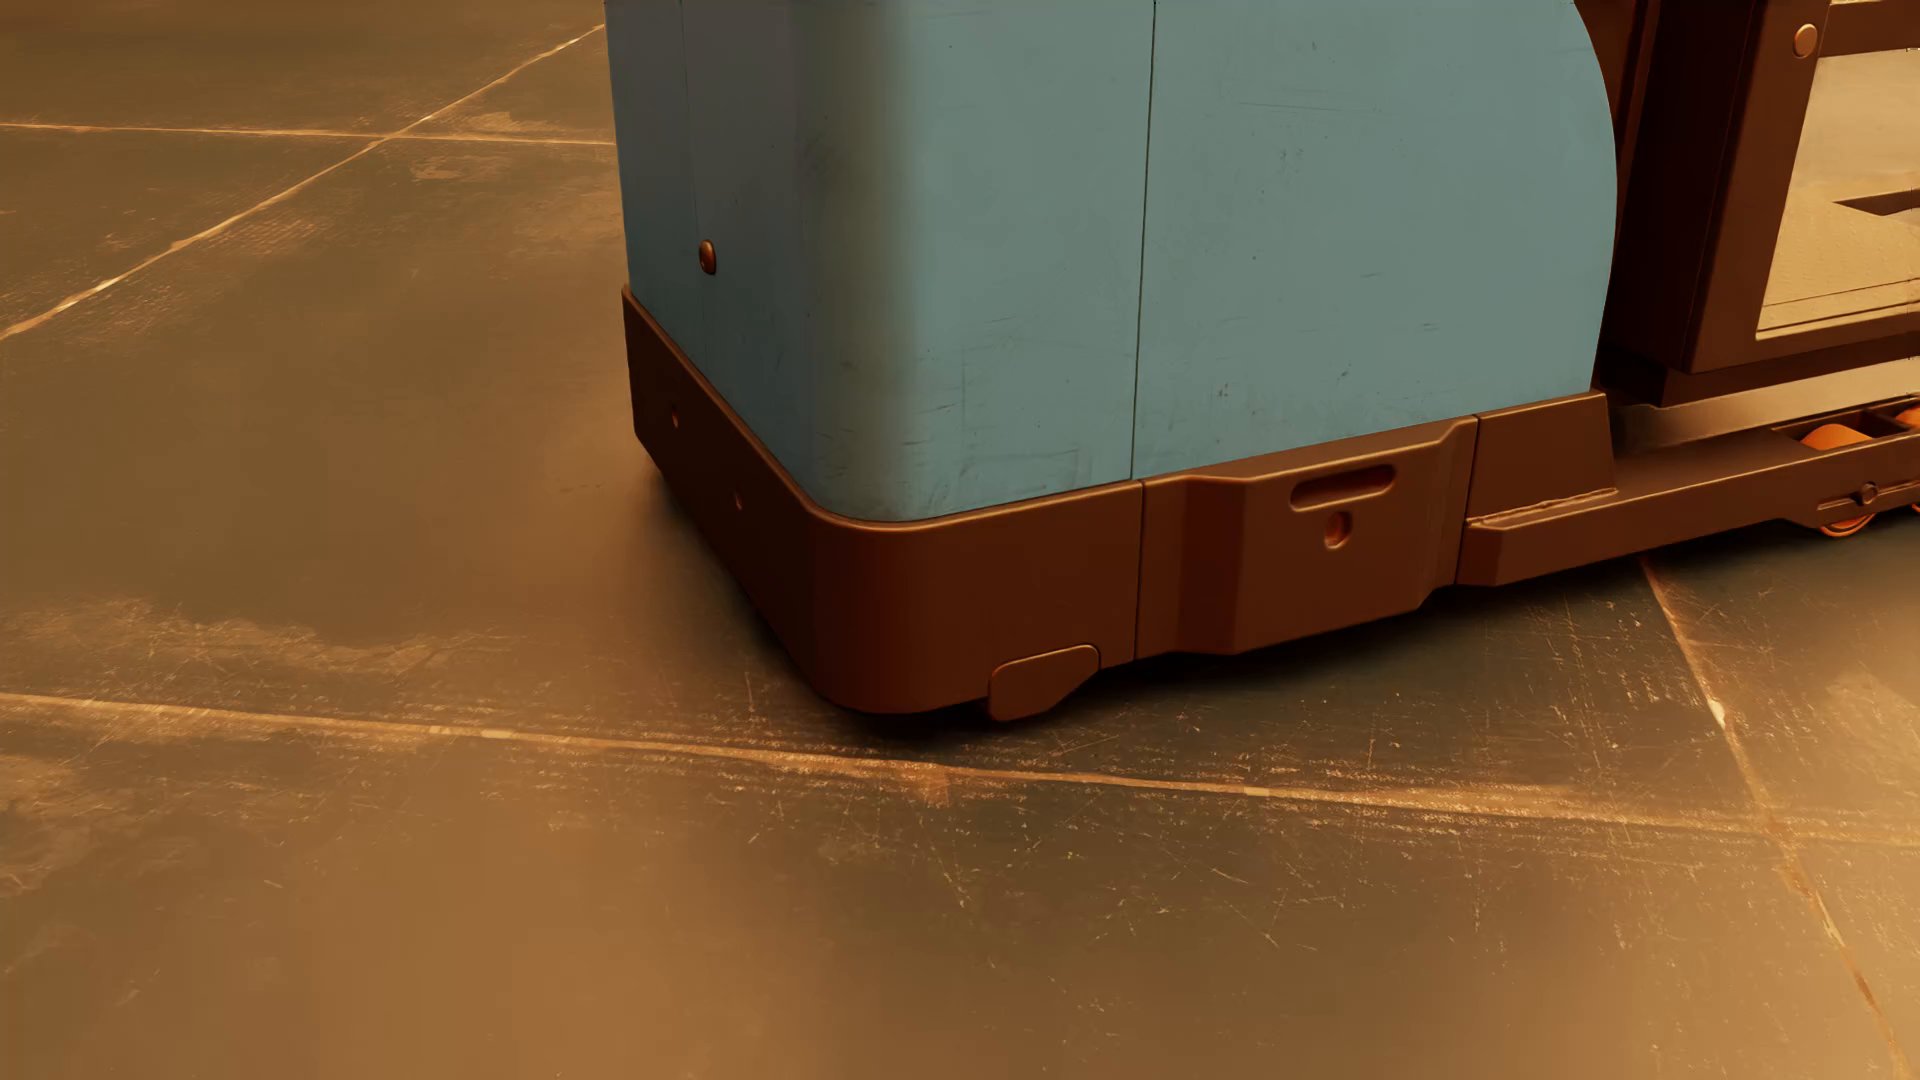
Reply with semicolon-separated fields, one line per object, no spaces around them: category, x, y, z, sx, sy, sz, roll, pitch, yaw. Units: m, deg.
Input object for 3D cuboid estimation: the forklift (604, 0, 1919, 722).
forklift;1.034;-1.519;2.262;3.031;2.935;1.130;-11;29;-22
